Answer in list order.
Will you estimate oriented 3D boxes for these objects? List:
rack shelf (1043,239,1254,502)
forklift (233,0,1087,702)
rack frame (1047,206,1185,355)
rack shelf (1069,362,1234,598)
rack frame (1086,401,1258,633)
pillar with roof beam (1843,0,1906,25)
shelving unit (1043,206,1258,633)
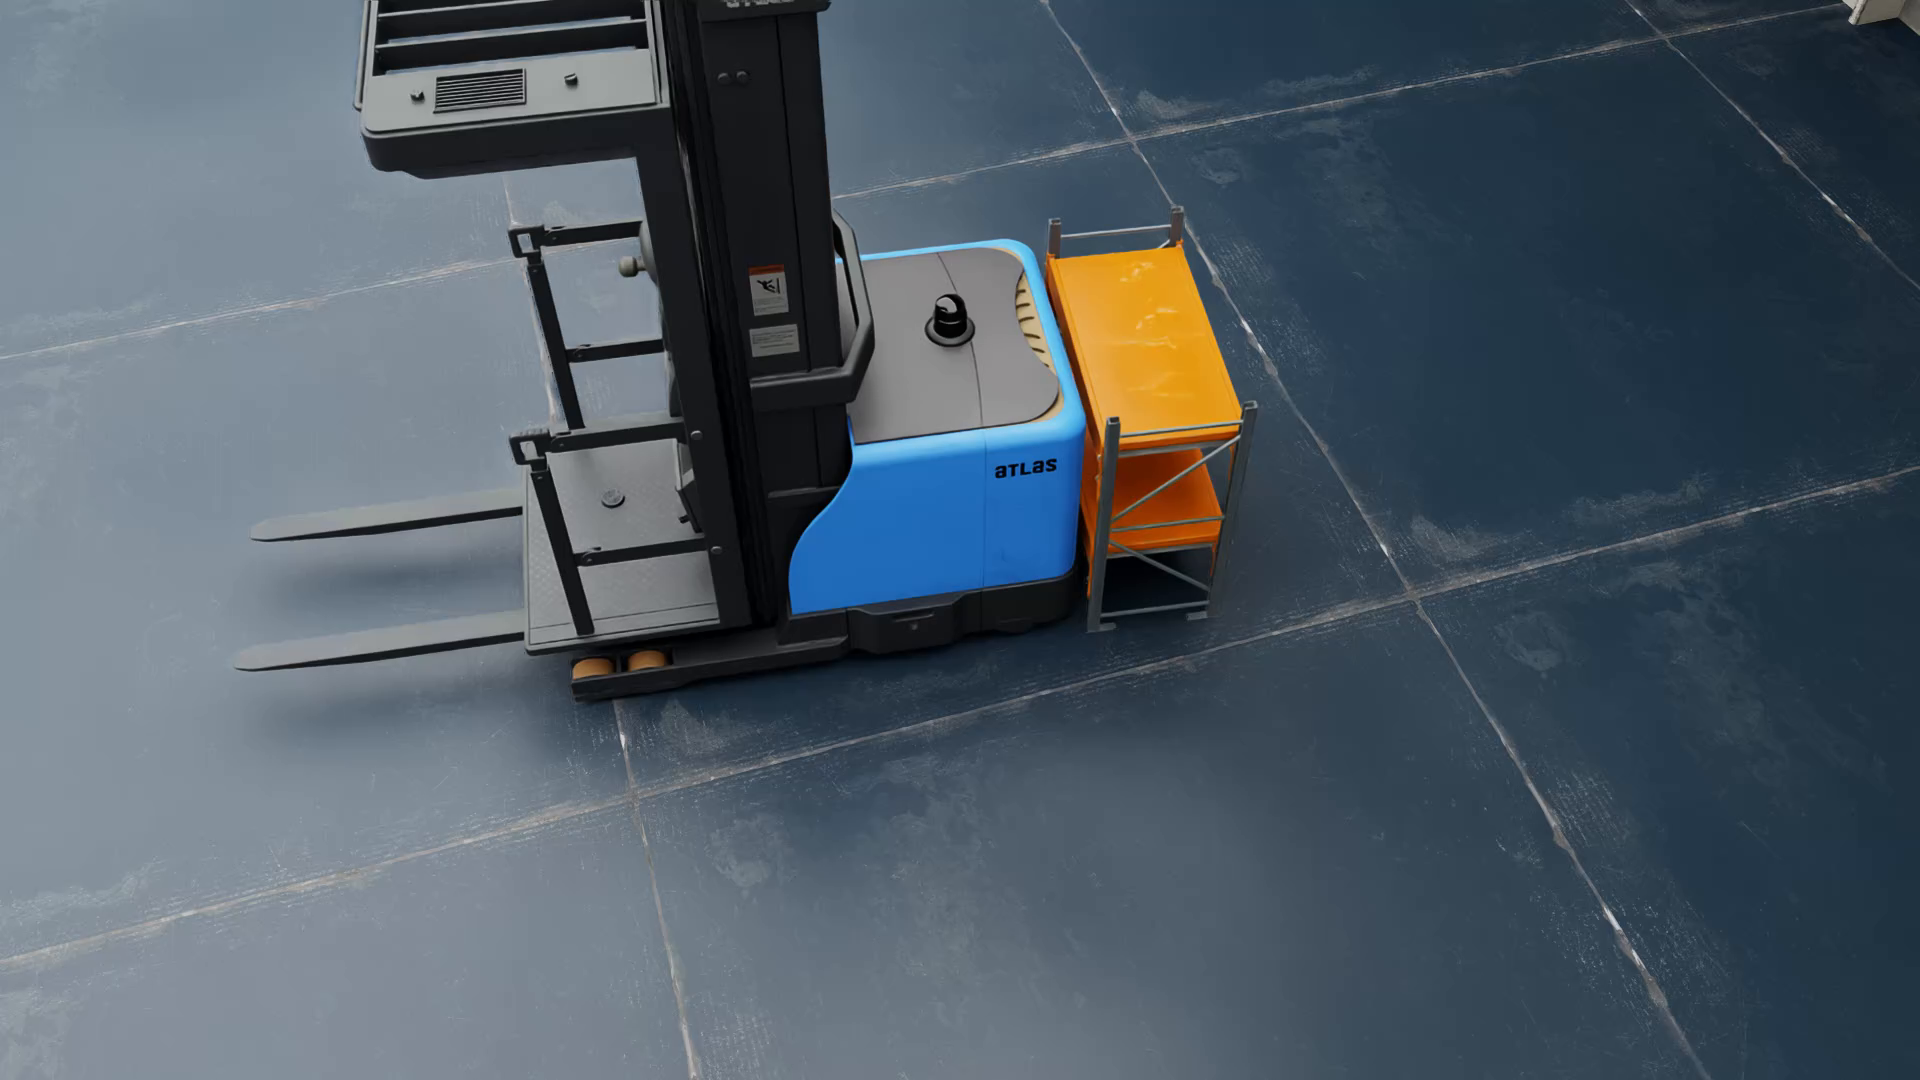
[{"bbox_3d":[0.649,-0.627,5.949,0.538,0.278,1.000,-7,50,-6],"label":"rack shelf"},{"bbox_3d":[-1.132,-0.803,5.300,3.031,2.935,1.130,-8,50,-7],"label":"forklift"},{"bbox_3d":[0.572,-0.822,6.497,0.500,1.125,0.032,-7,50,-6],"label":"rack frame"},{"bbox_3d":[0.649,-0.280,6.360,0.538,0.278,1.000,-7,50,-6],"label":"rack shelf"},{"bbox_3d":[0.725,-0.054,5.849,0.500,1.125,0.032,-7,50,-6],"label":"rack frame"},{"bbox_3d":[0.734,-4.844,4.738,9.100,9.000,0.400,-13,51,-11],"label":"pillar with roof beam"},{"bbox_3d":[0.649,-0.438,6.173,0.538,1.125,1.048,-7,50,-6],"label":"shelving unit"}]
